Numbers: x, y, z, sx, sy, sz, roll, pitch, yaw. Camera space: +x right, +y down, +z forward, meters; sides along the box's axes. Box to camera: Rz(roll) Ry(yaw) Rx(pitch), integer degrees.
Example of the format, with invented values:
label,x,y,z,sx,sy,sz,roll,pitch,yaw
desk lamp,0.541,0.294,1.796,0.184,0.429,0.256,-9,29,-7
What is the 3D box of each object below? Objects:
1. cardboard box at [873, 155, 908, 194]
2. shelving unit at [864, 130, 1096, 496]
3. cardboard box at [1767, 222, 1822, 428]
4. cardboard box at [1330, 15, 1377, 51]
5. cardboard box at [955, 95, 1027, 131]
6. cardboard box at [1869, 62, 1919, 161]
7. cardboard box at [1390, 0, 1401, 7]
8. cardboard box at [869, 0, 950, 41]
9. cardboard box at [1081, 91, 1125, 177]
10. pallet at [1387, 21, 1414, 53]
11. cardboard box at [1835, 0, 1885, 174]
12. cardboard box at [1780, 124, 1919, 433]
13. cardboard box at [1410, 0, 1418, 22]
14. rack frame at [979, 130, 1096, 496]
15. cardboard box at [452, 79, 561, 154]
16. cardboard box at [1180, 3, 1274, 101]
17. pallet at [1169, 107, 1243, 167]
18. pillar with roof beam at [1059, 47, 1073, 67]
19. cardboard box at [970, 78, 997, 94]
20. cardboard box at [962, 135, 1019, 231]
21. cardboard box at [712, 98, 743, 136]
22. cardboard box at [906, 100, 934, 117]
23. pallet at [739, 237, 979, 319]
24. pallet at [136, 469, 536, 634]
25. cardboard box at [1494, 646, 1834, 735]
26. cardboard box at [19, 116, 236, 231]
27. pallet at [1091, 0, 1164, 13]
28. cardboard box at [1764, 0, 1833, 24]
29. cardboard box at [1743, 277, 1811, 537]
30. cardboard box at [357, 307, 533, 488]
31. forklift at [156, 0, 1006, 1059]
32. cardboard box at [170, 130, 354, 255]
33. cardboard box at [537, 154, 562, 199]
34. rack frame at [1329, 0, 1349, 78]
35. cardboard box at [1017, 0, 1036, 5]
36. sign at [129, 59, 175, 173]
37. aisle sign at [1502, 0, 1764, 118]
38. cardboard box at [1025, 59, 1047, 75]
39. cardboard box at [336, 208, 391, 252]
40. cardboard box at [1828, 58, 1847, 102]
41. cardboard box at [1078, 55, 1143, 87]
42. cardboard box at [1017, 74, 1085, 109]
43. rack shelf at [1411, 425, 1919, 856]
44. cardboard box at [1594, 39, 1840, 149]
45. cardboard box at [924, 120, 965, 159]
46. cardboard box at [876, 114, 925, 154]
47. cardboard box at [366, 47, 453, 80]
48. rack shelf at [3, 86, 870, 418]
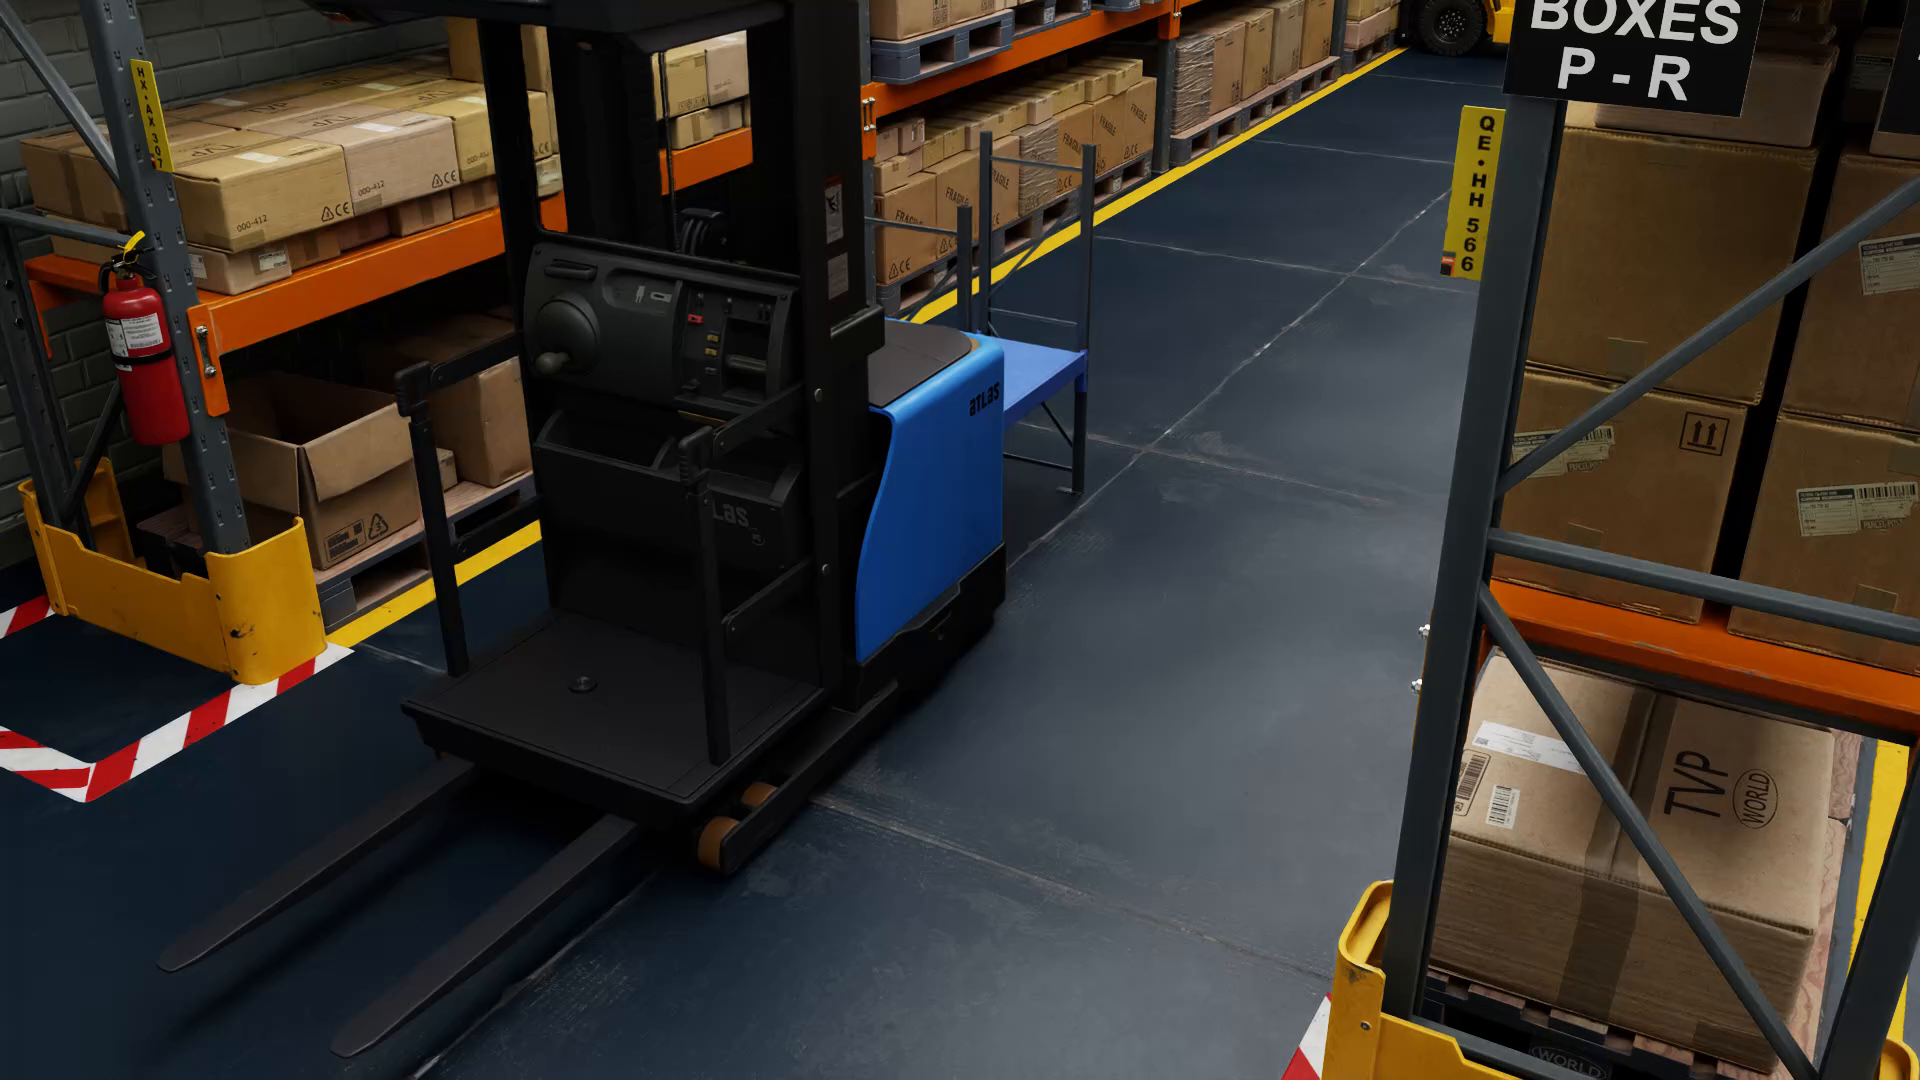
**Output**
label,x,y,z,sx,sy,sz,roll,pitch,yaw
cardboard box,-0.504,-1.994,8.981,0.380,0.149,0.250,16,31,28
shelving unit,0.061,-0.721,6.514,0.538,1.500,1.048,14,30,25
cardboard box,1.955,-0.588,4.462,0.500,0.500,0.500,15,30,28
cardboard box,3.549,-4.744,15.479,0.500,0.250,0.500,15,30,27
cardboard box,0.191,-2.628,10.248,0.380,0.149,0.250,14,30,26
cardboard box,1.859,-0.761,2.967,0.380,0.149,0.250,15,30,27
cardboard box,4.033,-5.363,16.156,0.500,0.250,0.500,14,30,26
cardboard box,-0.480,-2.924,8.660,0.700,0.500,0.500,15,30,27
cardboard box,0.779,-2.777,11.269,0.500,0.500,0.500,14,30,25
pallet,4.050,-5.201,16.905,1.003,0.211,1.213,14,30,26
cardboard box,2.450,-1.428,5.023,0.500,0.500,0.500,15,30,27
cardboard box,1.927,-0.518,3.206,0.500,0.500,0.500,13,30,25
cardboard box,4.292,-5.343,16.675,0.500,0.250,0.500,15,30,28
rack frame,0.305,-0.920,6.913,0.500,1.500,0.032,14,30,25
cardboard box,-1.695,-1.776,6.782,0.500,0.250,0.500,13,30,25
cardboard box,2.020,-3.996,13.566,0.875,0.625,0.625,13,29,24
pallet,1.494,-3.177,12.860,1.003,0.211,1.213,14,30,26
pillar with roof beam,4.660,-6.553,9.787,9.100,9.000,0.400,14,30,26
cardboard box,0.020,-2.927,10.844,0.380,0.149,0.250,14,30,25
cardboard box,0.024,-2.165,10.047,0.500,0.500,0.500,13,29,25
cardboard box,-1.218,-1.951,7.578,0.380,0.149,0.250,15,30,27
cardboard box,-0.383,-2.633,10.258,0.380,0.149,0.250,15,30,27
pallet,-0.545,-1.631,9.772,1.003,0.211,1.213,14,30,26
pallet,-2.451,-0.087,6.689,1.003,0.211,1.213,14,30,26
cardboard box,2.124,0.418,4.957,0.875,0.438,0.875,15,30,27
cardboard box,-2.885,-1.297,5.826,0.500,0.250,0.500,15,30,28
pallet,0.783,-3.746,11.097,1.213,0.211,1.003,14,30,26
cardboard box,1.763,-1.180,3.804,0.380,0.149,0.250,15,30,27
cardboard box,2.154,-0.274,3.834,0.500,0.500,0.500,14,30,25
cardboard box,-2.042,-0.606,6.932,0.700,0.500,0.500,16,31,28
forklift,-0.983,-0.575,4.625,1.130,2.935,3.031,14,30,26
cardboard box,-2.422,-1.177,5.586,0.500,0.250,0.500,14,30,26
cardboard box,-1.802,-1.440,6.557,0.380,0.149,0.250,13,30,25
rack frame,3.023,-5.670,14.726,1.000,3.000,0.127,14,30,26
cardboard box,0.161,-3.432,9.674,0.700,0.500,0.500,14,30,26
sign,-2.408,-1.261,4.952,0.100,0.325,0.005,14,30,26
aisle sign,1.138,-1.105,2.702,0.394,0.787,0.004,14,30,26
cardboard box,0.374,-3.239,11.469,0.380,0.149,0.250,15,30,28
cardboard box,-2.296,-1.168,6.014,0.380,0.149,0.250,14,30,25
cardboard box,1.705,-0.844,3.857,0.500,0.500,0.500,14,30,26
cardboard box,1.033,-3.223,11.437,0.380,0.149,0.250,13,29,24
cardboard box,0.588,-2.924,10.839,0.380,0.149,0.250,15,30,28
rack shelf,2.427,-0.360,4.921,1.077,0.370,4.000,14,30,26
cardboard box,1.446,-0.868,3.180,0.380,0.149,0.250,15,30,27
cardboard box,-0.196,-2.331,9.655,0.380,0.149,0.250,14,30,25
cardboard box,-0.418,-2.239,9.138,0.380,0.149,0.250,13,29,24
cardboard box,-2.125,-1.894,7.017,0.500,0.250,0.500,14,30,26
rack shelf,-1.896,-1.451,7.102,1.077,0.370,4.000,14,30,26
